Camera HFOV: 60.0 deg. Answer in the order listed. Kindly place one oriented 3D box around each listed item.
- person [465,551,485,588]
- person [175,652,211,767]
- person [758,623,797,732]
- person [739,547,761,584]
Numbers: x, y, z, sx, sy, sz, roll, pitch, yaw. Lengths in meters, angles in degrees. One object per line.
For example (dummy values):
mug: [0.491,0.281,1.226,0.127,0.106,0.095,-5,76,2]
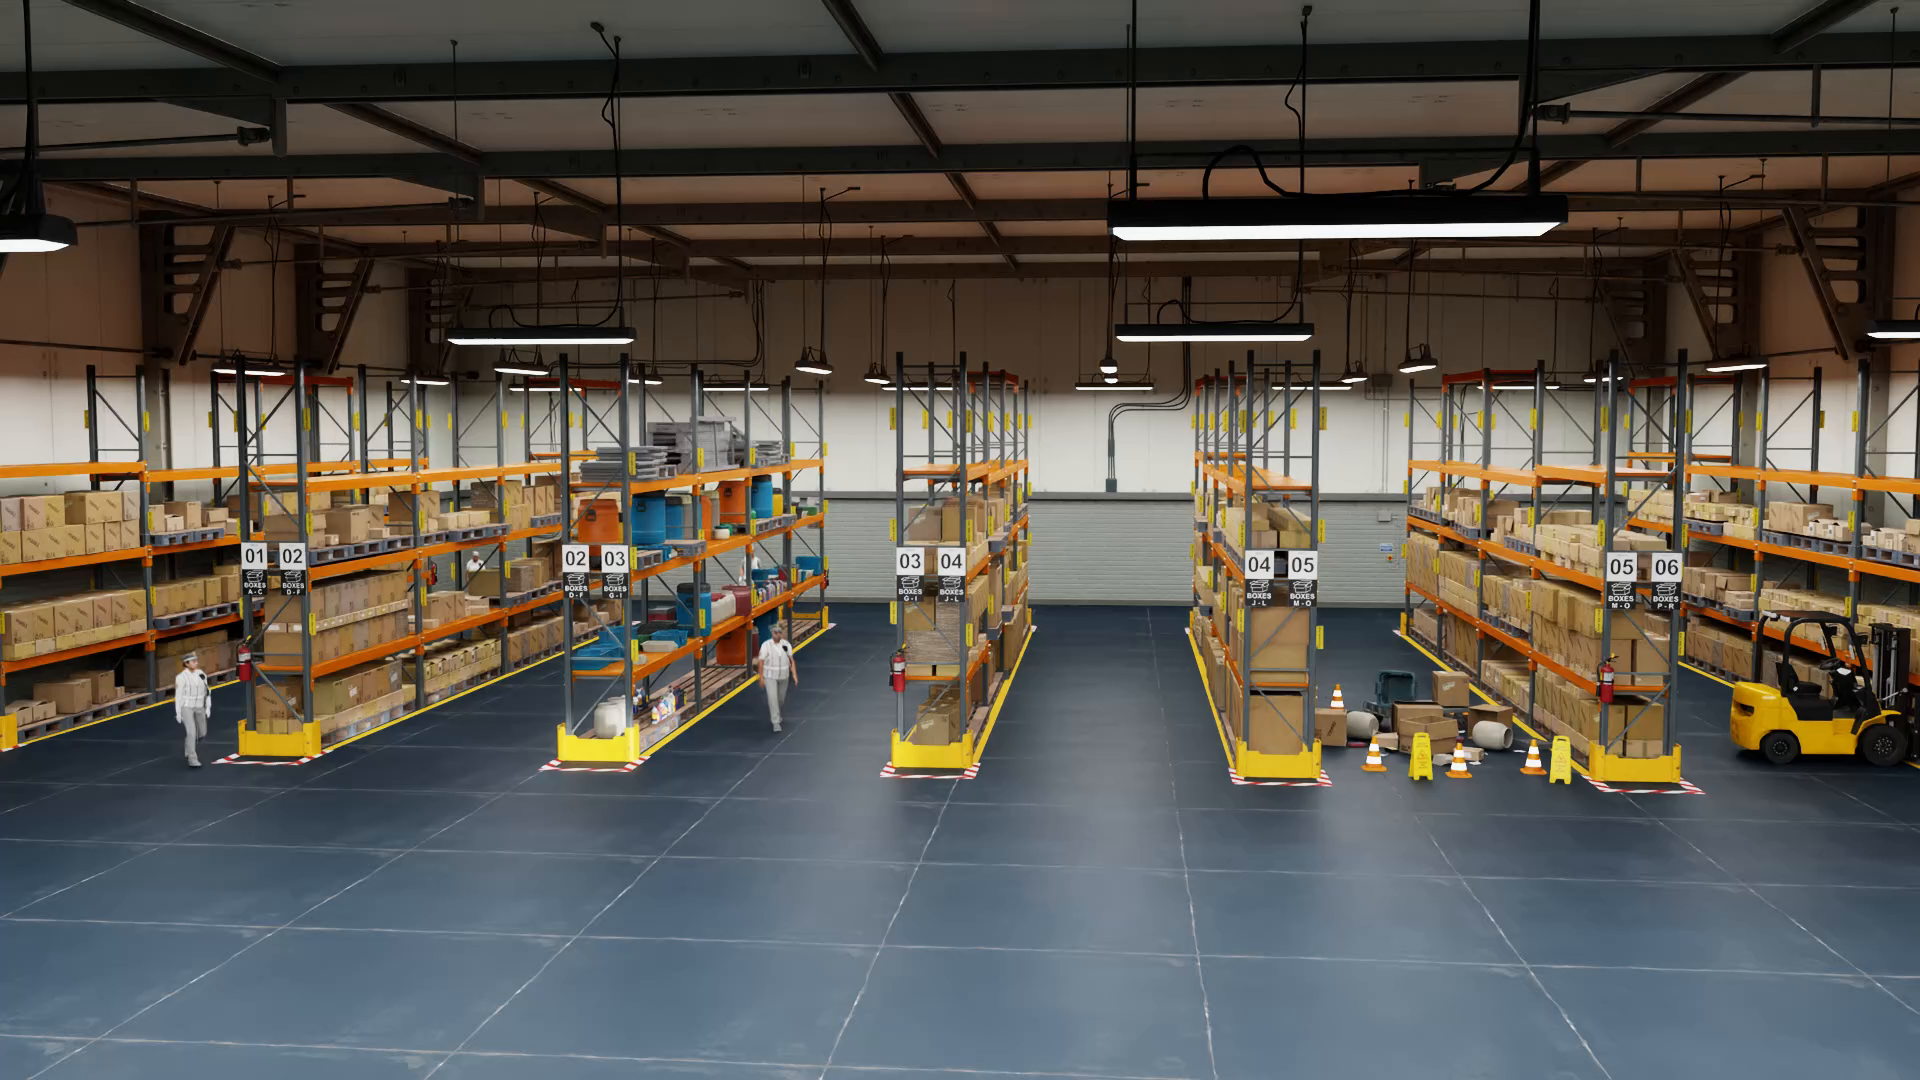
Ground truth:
person: [-12.703,1.082,43.623,0.510,1.599,1.078,-2,4,-22]
person: [-11.192,2.437,24.245,0.635,1.654,0.499,3,5,40]
person: [-2.977,2.198,27.058,0.584,1.703,1.112,-2,4,-21]
person: [-5.460,1.034,43.273,0.548,1.729,1.055,0,4,1]
